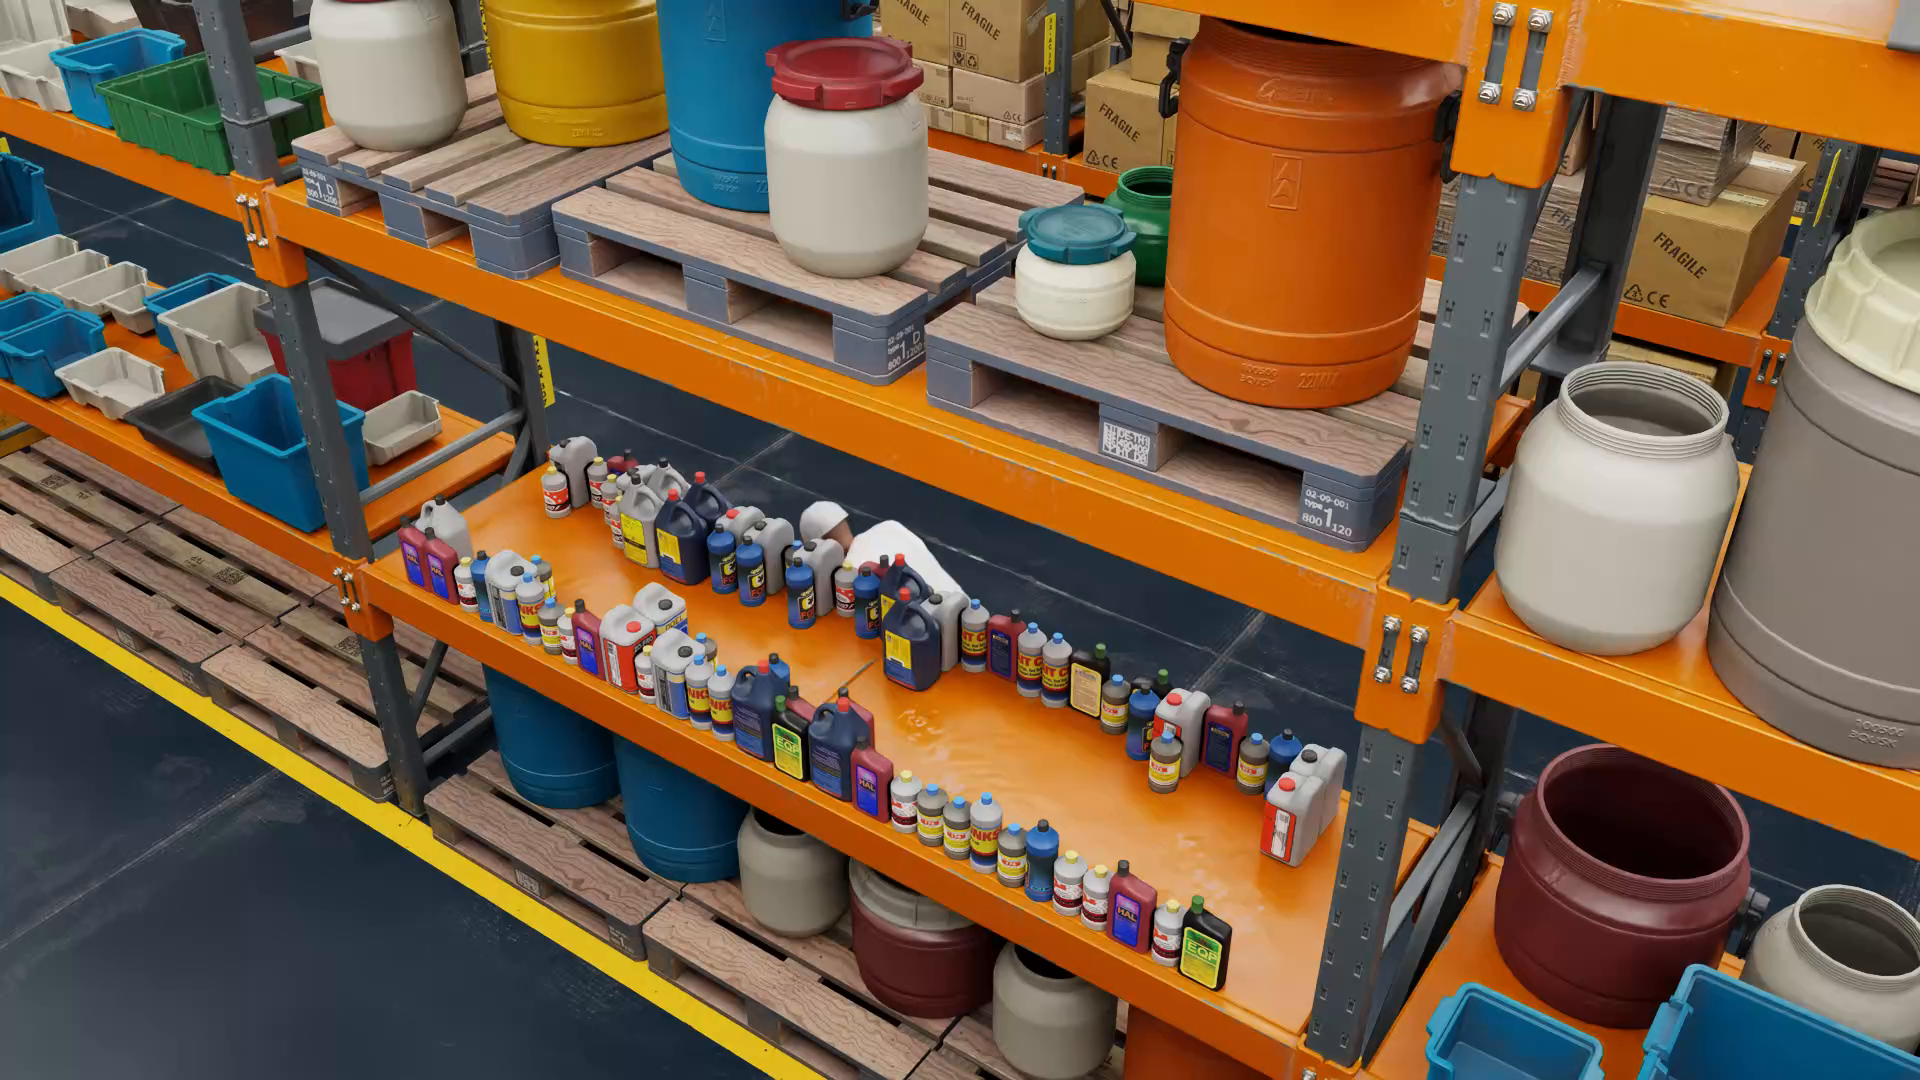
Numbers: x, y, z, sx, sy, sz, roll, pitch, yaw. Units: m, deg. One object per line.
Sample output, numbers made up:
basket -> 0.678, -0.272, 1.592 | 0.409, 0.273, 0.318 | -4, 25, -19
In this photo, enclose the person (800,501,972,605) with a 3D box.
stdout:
person -> -0.354, 0.318, 7.339 | 0.912, 1.006, 0.550 | 19, 39, 25
